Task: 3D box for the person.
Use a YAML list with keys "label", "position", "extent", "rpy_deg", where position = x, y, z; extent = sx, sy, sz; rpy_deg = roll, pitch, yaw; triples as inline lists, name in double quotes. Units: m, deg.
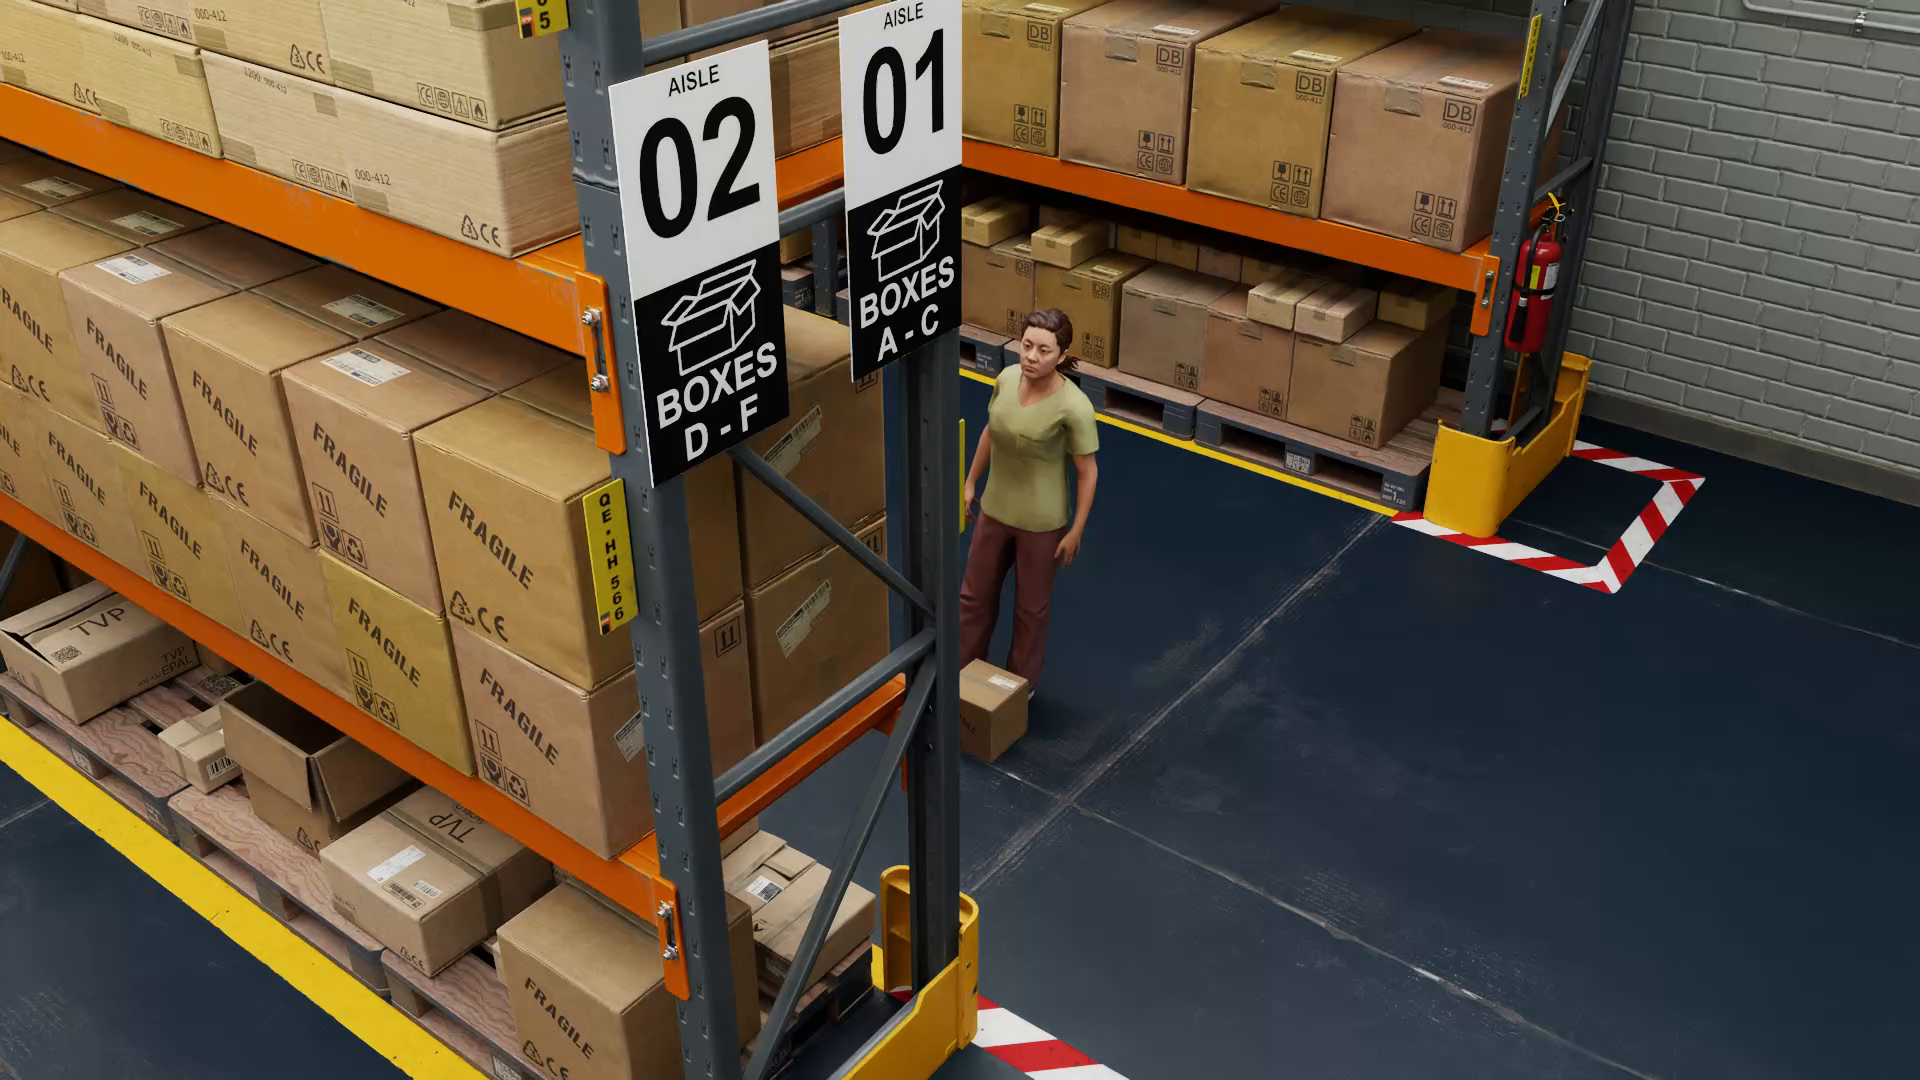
- label: "person"
  position: [0.196, -0.059, 6.214]
  extent: [0.553, 1.673, 0.547]
  rpy_deg: [21, 37, 31]
